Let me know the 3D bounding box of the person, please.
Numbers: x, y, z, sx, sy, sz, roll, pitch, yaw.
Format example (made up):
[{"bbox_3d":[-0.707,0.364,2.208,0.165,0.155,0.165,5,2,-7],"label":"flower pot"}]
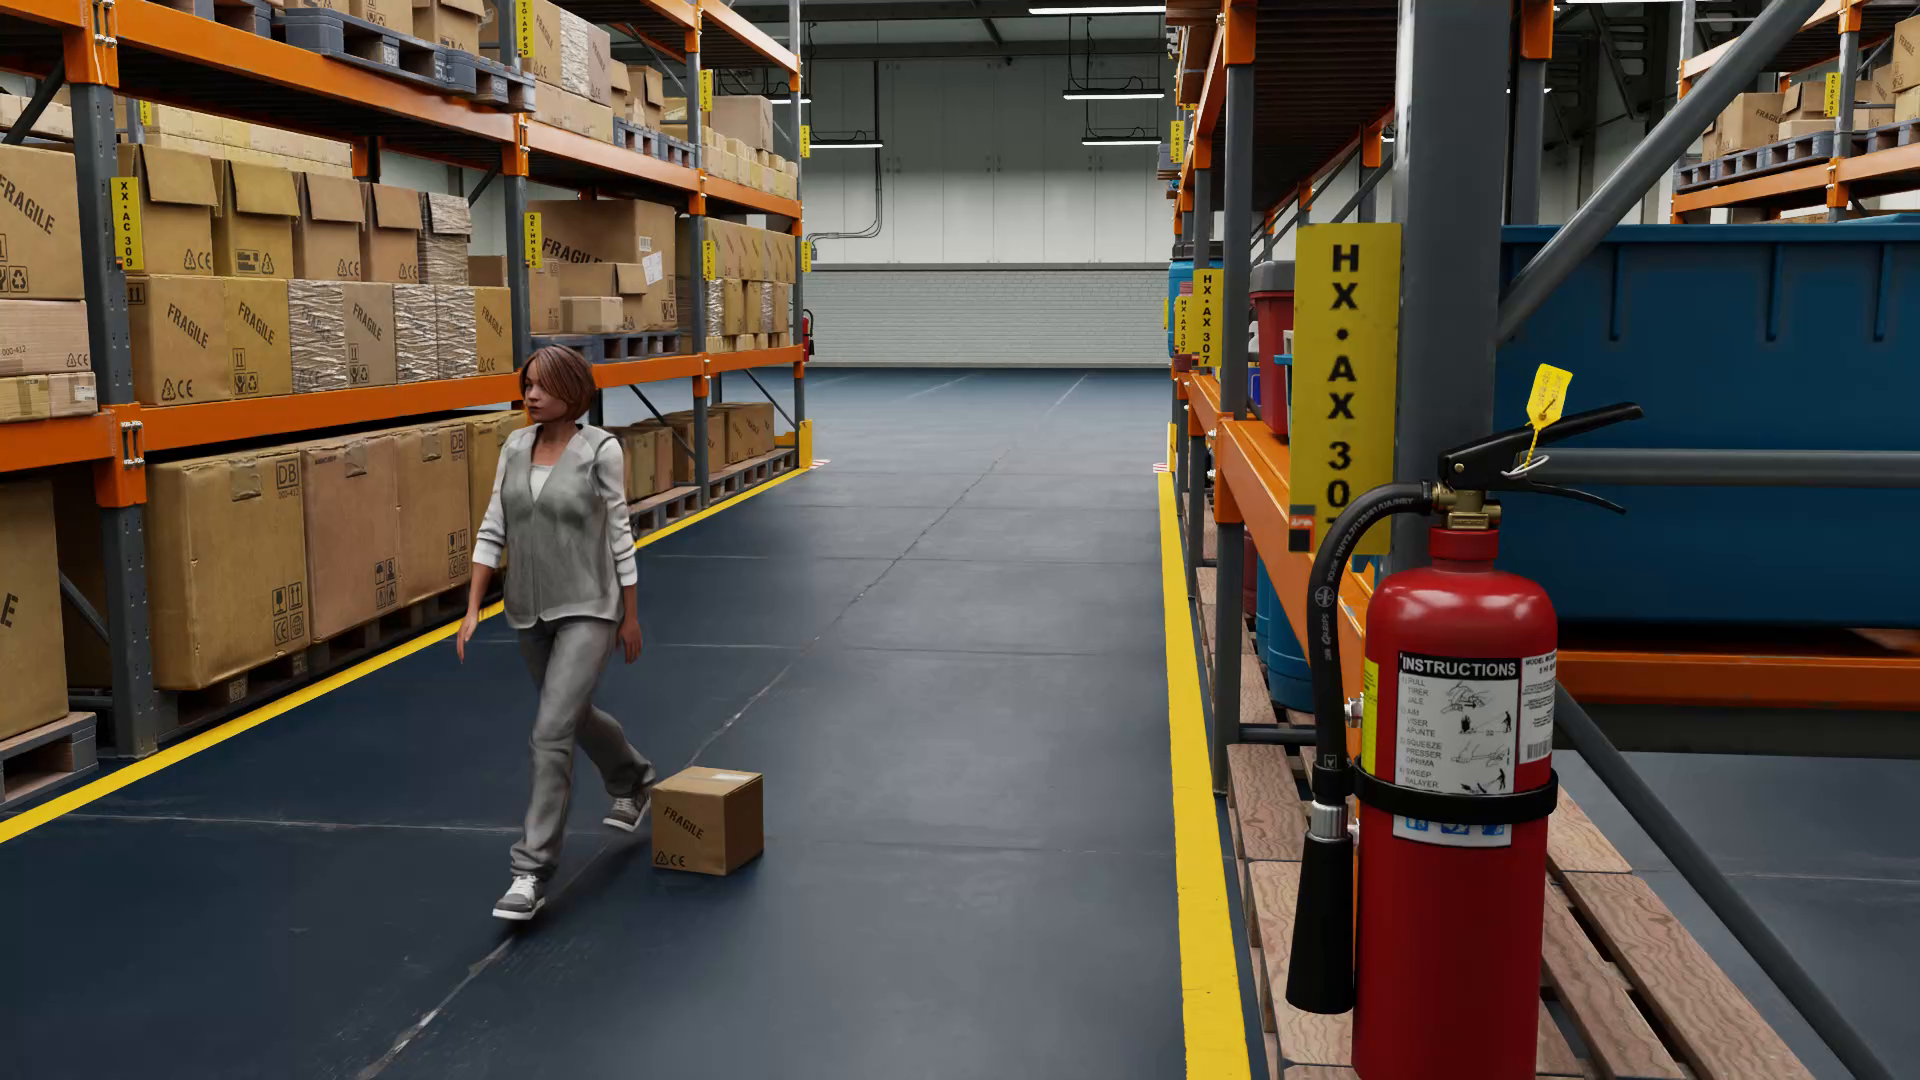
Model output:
[{"bbox_3d":[-1.163,-0.040,4.759,0.431,0.538,0.289,3,8,20],"label":"person"}]
